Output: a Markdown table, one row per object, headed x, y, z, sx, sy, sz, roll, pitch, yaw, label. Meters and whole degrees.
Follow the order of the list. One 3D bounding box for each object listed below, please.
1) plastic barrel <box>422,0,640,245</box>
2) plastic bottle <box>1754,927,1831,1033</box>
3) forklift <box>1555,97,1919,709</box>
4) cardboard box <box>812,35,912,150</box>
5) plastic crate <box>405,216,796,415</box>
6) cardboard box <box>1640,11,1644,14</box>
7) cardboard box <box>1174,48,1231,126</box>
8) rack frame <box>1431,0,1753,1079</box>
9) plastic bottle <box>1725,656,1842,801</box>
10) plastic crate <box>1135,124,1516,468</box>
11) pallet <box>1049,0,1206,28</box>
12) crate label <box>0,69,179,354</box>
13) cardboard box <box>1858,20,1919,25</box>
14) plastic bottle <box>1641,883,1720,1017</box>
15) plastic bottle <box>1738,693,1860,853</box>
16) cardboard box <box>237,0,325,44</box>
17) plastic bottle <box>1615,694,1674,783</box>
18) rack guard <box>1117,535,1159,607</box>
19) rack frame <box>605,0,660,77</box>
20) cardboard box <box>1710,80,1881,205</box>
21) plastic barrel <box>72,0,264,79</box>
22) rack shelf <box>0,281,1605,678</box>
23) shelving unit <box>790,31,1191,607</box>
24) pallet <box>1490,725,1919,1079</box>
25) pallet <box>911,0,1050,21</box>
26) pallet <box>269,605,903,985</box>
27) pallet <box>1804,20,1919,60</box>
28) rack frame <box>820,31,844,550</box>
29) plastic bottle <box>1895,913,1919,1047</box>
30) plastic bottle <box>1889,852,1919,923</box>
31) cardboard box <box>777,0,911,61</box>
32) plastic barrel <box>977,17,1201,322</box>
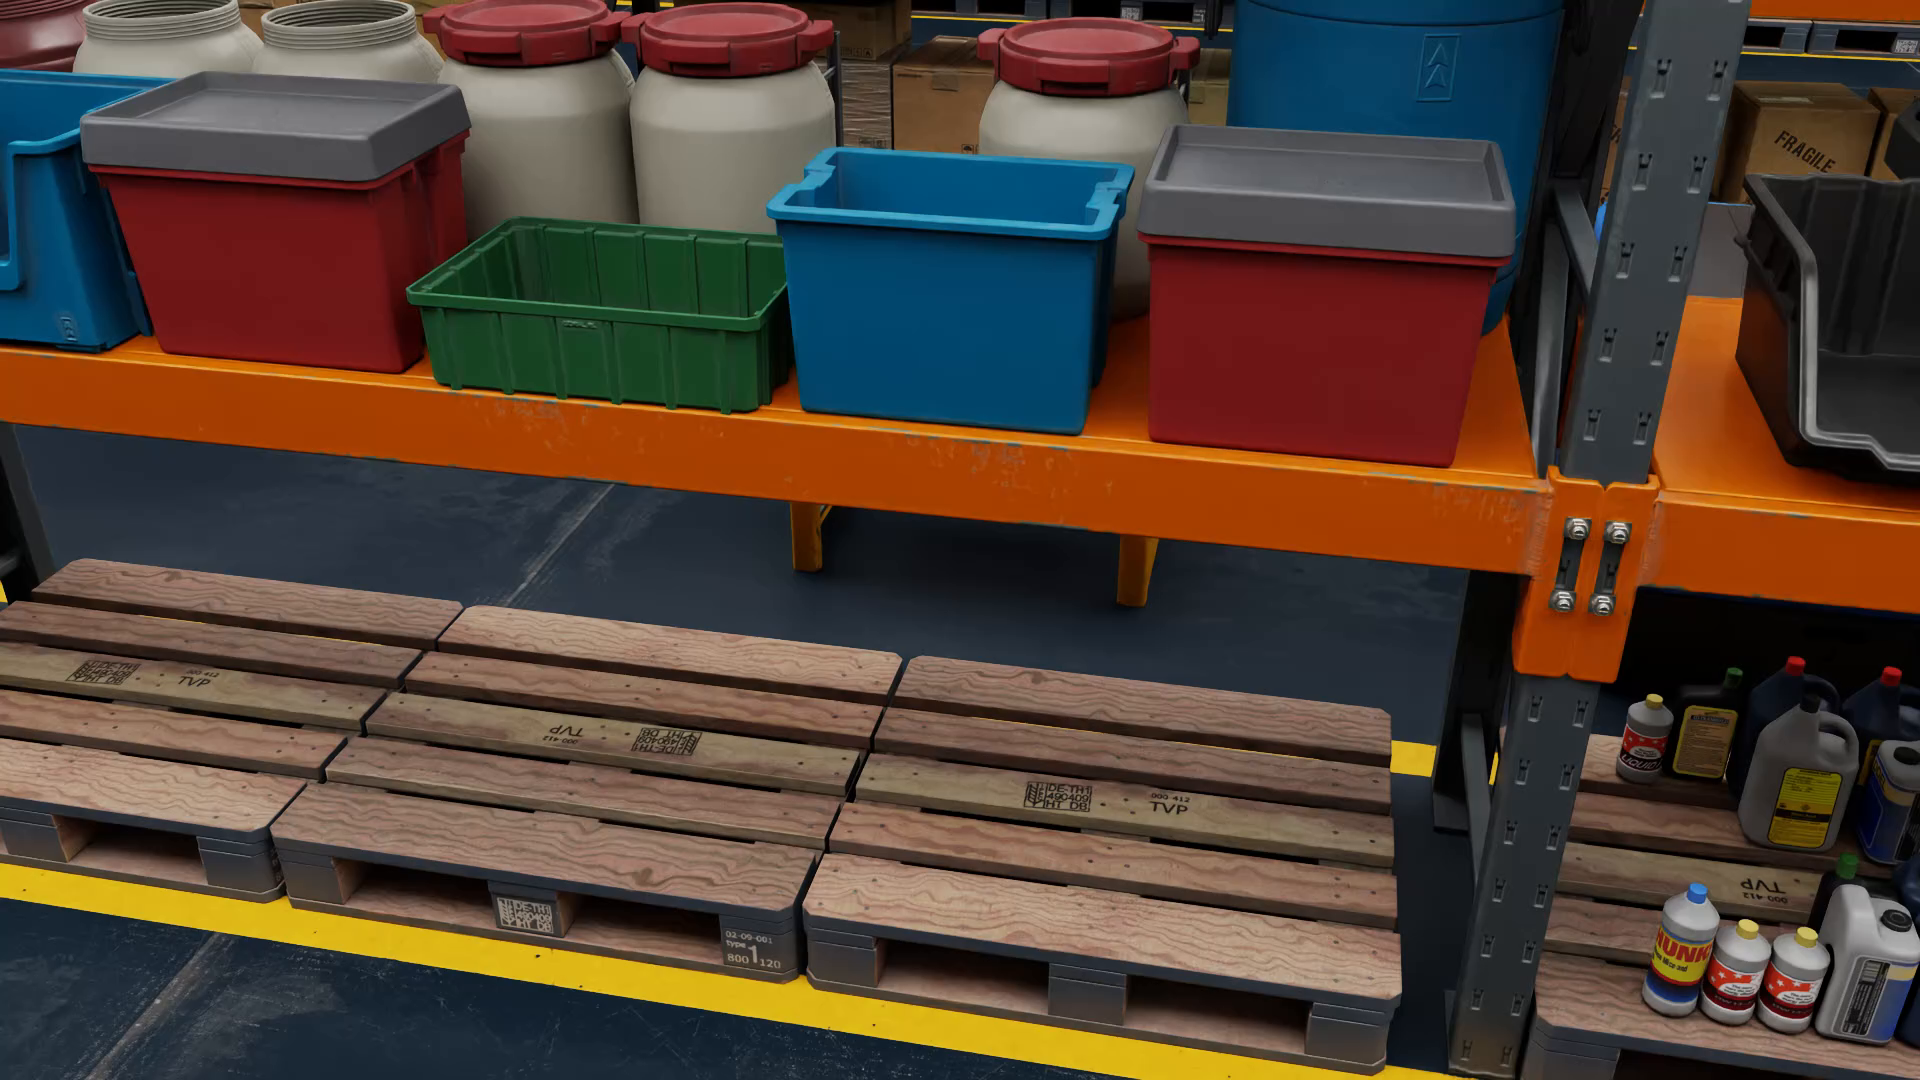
| x | y | z | sx | sy | sz | roll | pitch | yaw | label |
| --- | --- | --- | --- | --- | --- | --- | --- | --- | --- |
| -0.893 | -0.858 | 3.552 | 0.433 | 0.535 | 0.433 | 0 | 29 | 0 | plastic barrel |
| 1.557 | 0.810 | 3.102 | 0.097 | 0.201 | 0.097 | 0 | 29 | 0 | plastic bottle |
| 3.209 | -0.969 | 3.967 | 3.031 | 2.935 | 1.130 | 6 | 29 | 12 | forklift |
| -0.535 | -2.199 | 8.287 | 0.500 | 0.500 | 0.700 | 3 | 29 | 6 | cardboard box |
| -0.624 | -0.431 | 3.135 | 0.662 | 0.188 | 0.450 | 6 | 29 | 11 | plastic crate |
| 4.789 | -4.195 | 11.565 | 0.875 | 0.875 | 0.875 | 6 | 29 | 11 | cardboard box |
| 1.114 | -2.033 | 7.985 | 0.500 | 0.500 | 0.700 | 6 | 29 | 10 | cardboard box |
| 1.138 | -0.482 | 3.007 | 0.127 | 3.000 | 1.000 | 6 | 29 | 11 | rack frame |
| 1.828 | 0.416 | 3.667 | 0.185 | 0.351 | 0.144 | 5 | 29 | 9 | plastic bottle |
| 0.600 | -0.415 | 2.818 | 0.583 | 0.464 | 0.402 | 6 | 29 | 11 | plastic crate |
| 1.340 | -4.068 | 12.460 | 1.213 | 0.211 | 1.003 | 6 | 29 | 11 | pallet |
| -1.859 | -0.672 | 3.317 | 0.616 | 0.435 | 0.502 | 6 | 29 | 11 | crate label |
| 6.542 | -4.016 | 11.236 | 0.875 | 0.875 | 0.875 | 6 | 29 | 11 | cardboard box |
| 1.358 | 0.759 | 3.122 | 0.097 | 0.271 | 0.097 | 0 | 29 | 0 | plastic bottle |
| 1.798 | 0.484 | 3.543 | 0.185 | 0.351 | 0.144 | 6 | 29 | 11 | plastic bottle |
| -3.280 | -2.634 | 8.712 | 0.875 | 0.875 | 1.225 | 6 | 29 | 11 | cardboard box |
| 1.558 | 0.442 | 3.774 | 0.097 | 0.201 | 0.097 | 0 | 29 | 0 | plastic bottle |
| 0.562 | -0.052 | 5.085 | 0.087 | 0.250 | 0.587 | 6 | 29 | 11 | rack guard |
| -1.740 | -3.209 | 7.989 | 0.127 | 3.000 | 1.000 | 6 | 29 | 11 | rack frame |
| 3.740 | -1.758 | 7.503 | 0.500 | 0.500 | 0.500 | 3 | 29 | 6 | cardboard box |
| -1.723 | -0.930 | 3.708 | 0.421 | 0.512 | 0.421 | 0 | 29 | 0 | plastic barrel |
| -0.818 | -0.367 | 3.546 | 4.000 | 0.370 | 1.077 | 6 | 29 | 11 | rack shelf |
| 0.075 | -0.650 | 4.876 | 1.083 | 1.500 | 0.587 | 6 | 29 | 11 | shelving unit |
| 1.786 | 0.828 | 3.518 | 1.213 | 0.211 | 1.003 | 6 | 29 | 11 | pallet |
| 0.150 | -4.191 | 12.685 | 1.213 | 0.211 | 1.003 | 6 | 29 | 11 | pallet |
| -0.835 | 0.559 | 4.009 | 1.213 | 0.211 | 1.003 | 6 | 29 | 11 | pallet |
| 6.420 | -3.547 | 11.509 | 1.213 | 0.211 | 1.003 | 6 | 29 | 11 | pallet |
| -0.414 | -0.700 | 4.967 | 0.032 | 1.500 | 0.500 | 6 | 29 | 11 | rack frame |
| 1.841 | 0.763 | 3.034 | 0.185 | 0.351 | 0.144 | 7 | 29 | 12 | plastic bottle |
| 1.871 | 0.695 | 3.158 | 0.185 | 0.351 | 0.144 | 6 | 29 | 11 | plastic bottle |
| -0.557 | -2.533 | 8.118 | 0.500 | 0.250 | 0.500 | 9 | 30 | 16 | cardboard box |
| 0.248 | -0.741 | 3.338 | 0.433 | 0.535 | 0.433 | 0 | 29 | 0 | plastic barrel |
